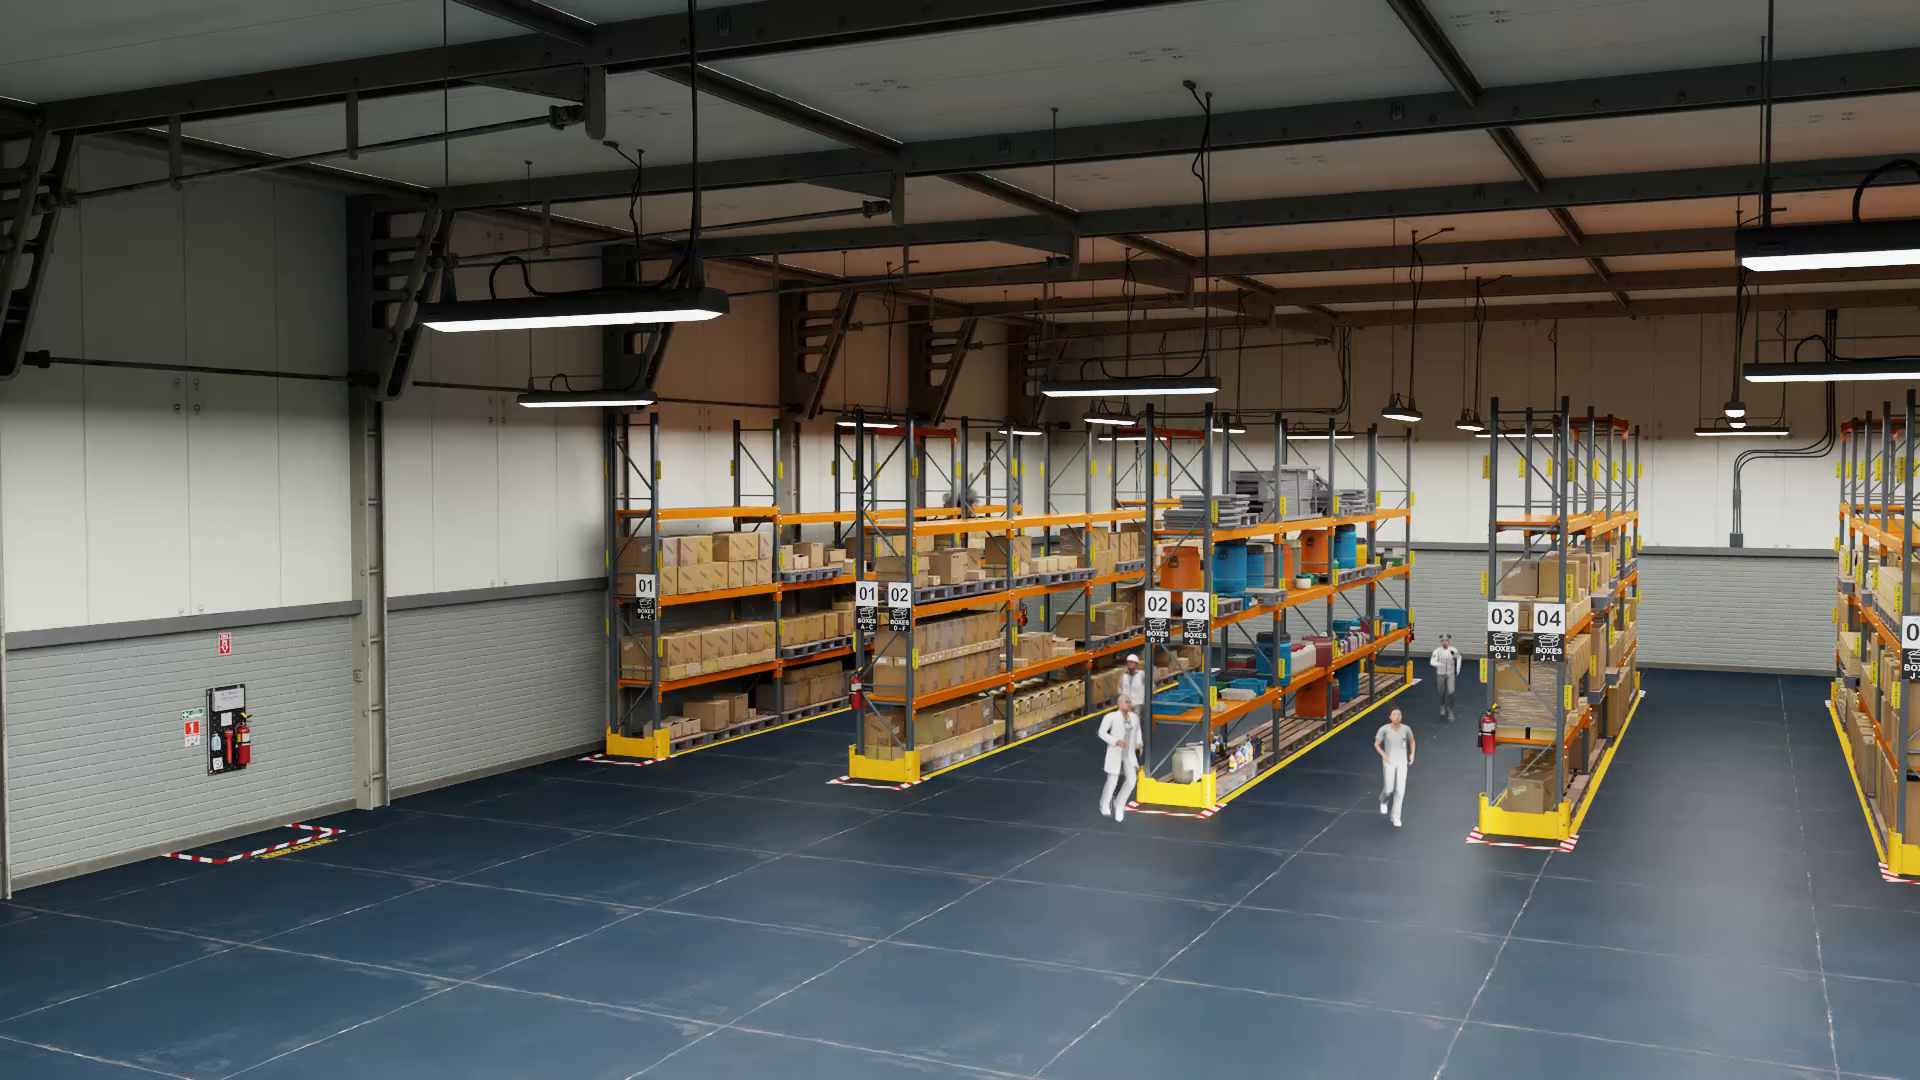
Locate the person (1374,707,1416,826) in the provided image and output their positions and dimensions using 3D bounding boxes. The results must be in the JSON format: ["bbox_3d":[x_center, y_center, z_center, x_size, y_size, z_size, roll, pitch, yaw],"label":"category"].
[{"bbox_3d":[6.190,3.189,23.666,0.589,1.658,0.702,0,2,2],"label":"person"}]

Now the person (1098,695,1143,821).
[{"bbox_3d":[2.325,3.123,23.908,0.748,1.782,0.722,-1,3,-19],"label":"person"}]

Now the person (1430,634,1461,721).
[{"bbox_3d":[9.766,2.741,33.436,0.596,1.734,0.742,1,3,17],"label":"person"}]

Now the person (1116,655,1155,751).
[{"bbox_3d":[3.067,2.897,29.411,0.672,1.731,0.552,1,3,25],"label":"person"}]
